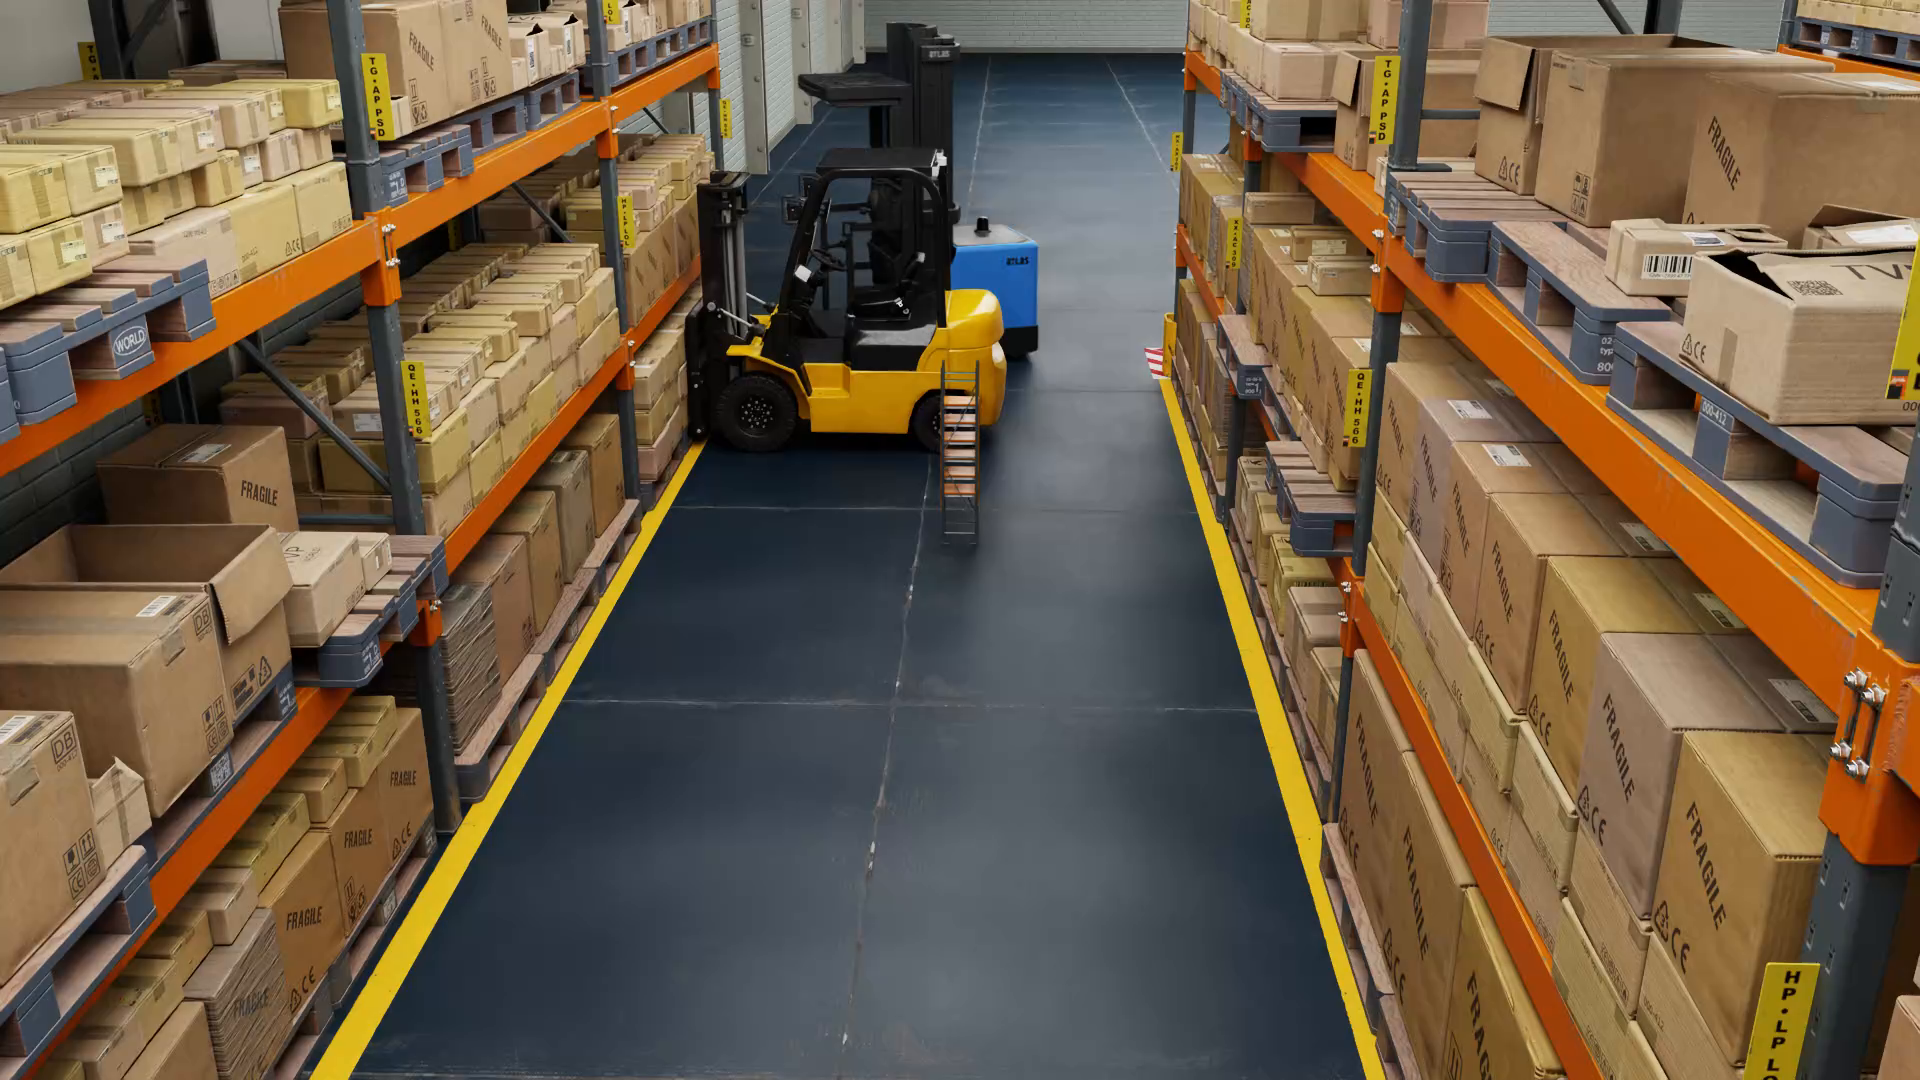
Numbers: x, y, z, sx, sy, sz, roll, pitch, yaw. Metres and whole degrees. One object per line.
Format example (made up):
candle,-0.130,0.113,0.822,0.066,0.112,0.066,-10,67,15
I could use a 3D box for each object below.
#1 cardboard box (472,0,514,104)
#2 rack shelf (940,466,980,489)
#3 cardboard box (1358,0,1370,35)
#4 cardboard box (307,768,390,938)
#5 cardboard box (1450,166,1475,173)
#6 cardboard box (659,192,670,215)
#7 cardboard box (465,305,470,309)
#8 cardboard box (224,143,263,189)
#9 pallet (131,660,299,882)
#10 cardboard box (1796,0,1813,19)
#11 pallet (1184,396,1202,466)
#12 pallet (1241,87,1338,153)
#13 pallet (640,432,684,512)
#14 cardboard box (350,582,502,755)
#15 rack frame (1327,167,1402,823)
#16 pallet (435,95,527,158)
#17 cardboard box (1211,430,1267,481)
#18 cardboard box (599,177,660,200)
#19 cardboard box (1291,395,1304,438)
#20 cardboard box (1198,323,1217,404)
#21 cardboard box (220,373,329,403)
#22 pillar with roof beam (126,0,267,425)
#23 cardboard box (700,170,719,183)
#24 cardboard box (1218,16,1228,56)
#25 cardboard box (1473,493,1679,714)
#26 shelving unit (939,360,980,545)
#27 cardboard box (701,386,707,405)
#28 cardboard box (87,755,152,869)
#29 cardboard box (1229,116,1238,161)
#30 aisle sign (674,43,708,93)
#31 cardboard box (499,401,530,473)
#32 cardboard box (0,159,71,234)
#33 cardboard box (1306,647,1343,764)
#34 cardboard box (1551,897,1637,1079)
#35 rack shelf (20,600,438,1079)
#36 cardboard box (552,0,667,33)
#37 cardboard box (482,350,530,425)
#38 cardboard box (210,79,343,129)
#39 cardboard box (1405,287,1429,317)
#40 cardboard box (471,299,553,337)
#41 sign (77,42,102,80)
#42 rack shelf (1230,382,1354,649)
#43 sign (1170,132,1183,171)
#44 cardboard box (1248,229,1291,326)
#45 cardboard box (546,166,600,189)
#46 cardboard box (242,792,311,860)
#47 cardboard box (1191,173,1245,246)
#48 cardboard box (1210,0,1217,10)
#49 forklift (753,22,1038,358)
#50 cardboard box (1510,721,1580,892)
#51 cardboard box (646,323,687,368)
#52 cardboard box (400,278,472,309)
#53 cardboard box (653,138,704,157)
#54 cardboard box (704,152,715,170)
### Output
cardboard box,-2.502,-2.397,8.056,0.500,0.500,0.500,1,21,3
rack shelf,0.000,-0.411,10.885,0.258,0.103,0.180,1,21,2
cardboard box,2.394,-3.022,9.459,0.500,0.250,0.500,1,21,3
cardboard box,-2.622,1.223,6.604,0.500,0.500,0.500,0,21,1
cardboard box,1.963,-1.426,6.759,0.380,0.149,0.250,1,21,2
cardboard box,-2.337,-2.452,12.168,0.380,0.149,0.250,0,21,0
cardboard box,-3.001,-1.144,9.347,0.500,0.250,0.500,0,21,0
cardboard box,-2.630,-1.278,5.684,0.380,0.149,0.250,1,21,3
pallet,-2.853,0.710,5.317,1.003,0.211,1.213,1,21,2
cardboard box,7.026,-4.307,13.464,0.380,0.149,0.250,1,21,2
pallet,2.304,-0.861,12.955,1.003,0.211,1.213,1,21,2
pallet,2.131,-2.189,8.637,1.213,0.211,1.003,1,21,2
pallet,-2.611,-0.516,12.066,1.003,0.211,1.213,1,21,2
cardboard box,-2.766,0.604,8.029,0.875,0.625,0.625,1,21,3
rack frame,2.163,-0.029,6.957,1.000,3.000,0.127,1,21,2
pallet,-2.836,-2.043,8.263,1.003,0.211,1.213,2,21,4
cardboard box,2.034,-0.606,11.664,0.500,0.250,0.500,2,21,4
cardboard box,-2.363,-2.502,11.885,0.380,0.149,0.250,0,21,1
cardboard box,1.846,-0.609,8.218,0.380,0.149,0.250,1,21,3
cardboard box,2.062,-1.324,12.479,0.500,0.500,0.500,2,21,4
cardboard box,-3.095,-0.647,7.515,0.380,0.149,0.250,1,21,3
pillar with roof beam,0.643,-3.313,7.127,9.100,9.000,0.400,1,21,2
cardboard box,-2.308,-2.841,14.065,0.500,0.500,0.500,0,21,0
cardboard box,2.073,-3.472,11.480,0.500,0.250,0.500,0,21,1
cardboard box,1.848,0.183,4.891,0.500,0.500,0.500,1,21,2
shelving unit,0.000,-0.565,10.825,0.258,1.200,0.189,1,21,2
cardboard box,-2.296,-1.167,13.110,0.500,0.250,0.500,1,21,3
cardboard box,-2.495,0.733,4.599,0.396,0.266,0.258,2,21,4
cardboard box,2.609,-3.386,13.677,0.700,0.500,0.500,0,21,0
aisle sign,-2.260,-4.207,14.132,0.394,0.787,0.004,1,21,2
cardboard box,-2.512,-0.538,8.477,0.500,0.250,0.500,0,21,0
cardboard box,-2.502,-0.868,4.190,0.380,0.149,0.250,1,21,2
cardboard box,2.190,0.796,7.882,0.950,0.372,0.625,-1,21,-2
cardboard box,1.819,1.138,4.156,0.500,0.250,0.500,0,21,1
rack shelf,-2.860,0.976,5.361,1.077,0.370,4.000,1,21,2
cardboard box,-2.512,-3.921,11.979,0.797,0.503,0.637,1,21,3
cardboard box,-2.491,-0.773,8.391,0.500,0.250,0.500,0,21,0
cardboard box,-2.513,-1.608,6.124,0.380,0.149,0.250,1,21,3
cardboard box,2.426,-0.951,8.203,0.500,0.500,0.500,1,21,3
cardboard box,-2.405,-1.193,8.921,0.380,0.149,0.250,0,21,0
sign,-3.353,-1.768,6.467,0.100,0.325,0.005,1,21,2
rack shelf,2.224,-0.417,8.951,1.077,0.370,4.000,1,21,2
sign,1.864,-3.331,14.270,0.100,0.325,0.005,1,21,2
cardboard box,1.969,-1.509,9.641,0.500,0.500,0.500,1,21,2
cardboard box,-2.859,-2.689,12.366,0.380,0.149,0.250,1,21,3
cardboard box,-2.643,1.055,6.142,0.380,0.149,0.250,1,21,3
cardboard box,2.088,-2.567,12.949,0.500,0.500,0.500,0,21,1
cardboard box,2.047,-3.993,12.272,0.380,0.149,0.250,1,21,3
forklift,-0.857,-3.055,14.851,3.031,2.935,1.130,-7,22,-16
cardboard box,1.829,0.724,4.533,0.500,0.250,0.500,1,21,3
cardboard box,-2.319,-1.445,12.444,0.500,0.250,0.500,1,21,3
cardboard box,-2.991,-1.384,9.414,0.380,0.149,0.250,1,21,2
cardboard box,-2.332,-3.241,13.789,0.380,0.149,0.250,1,21,2
cardboard box,-2.286,-3.195,14.083,0.380,0.149,0.250,1,21,2
